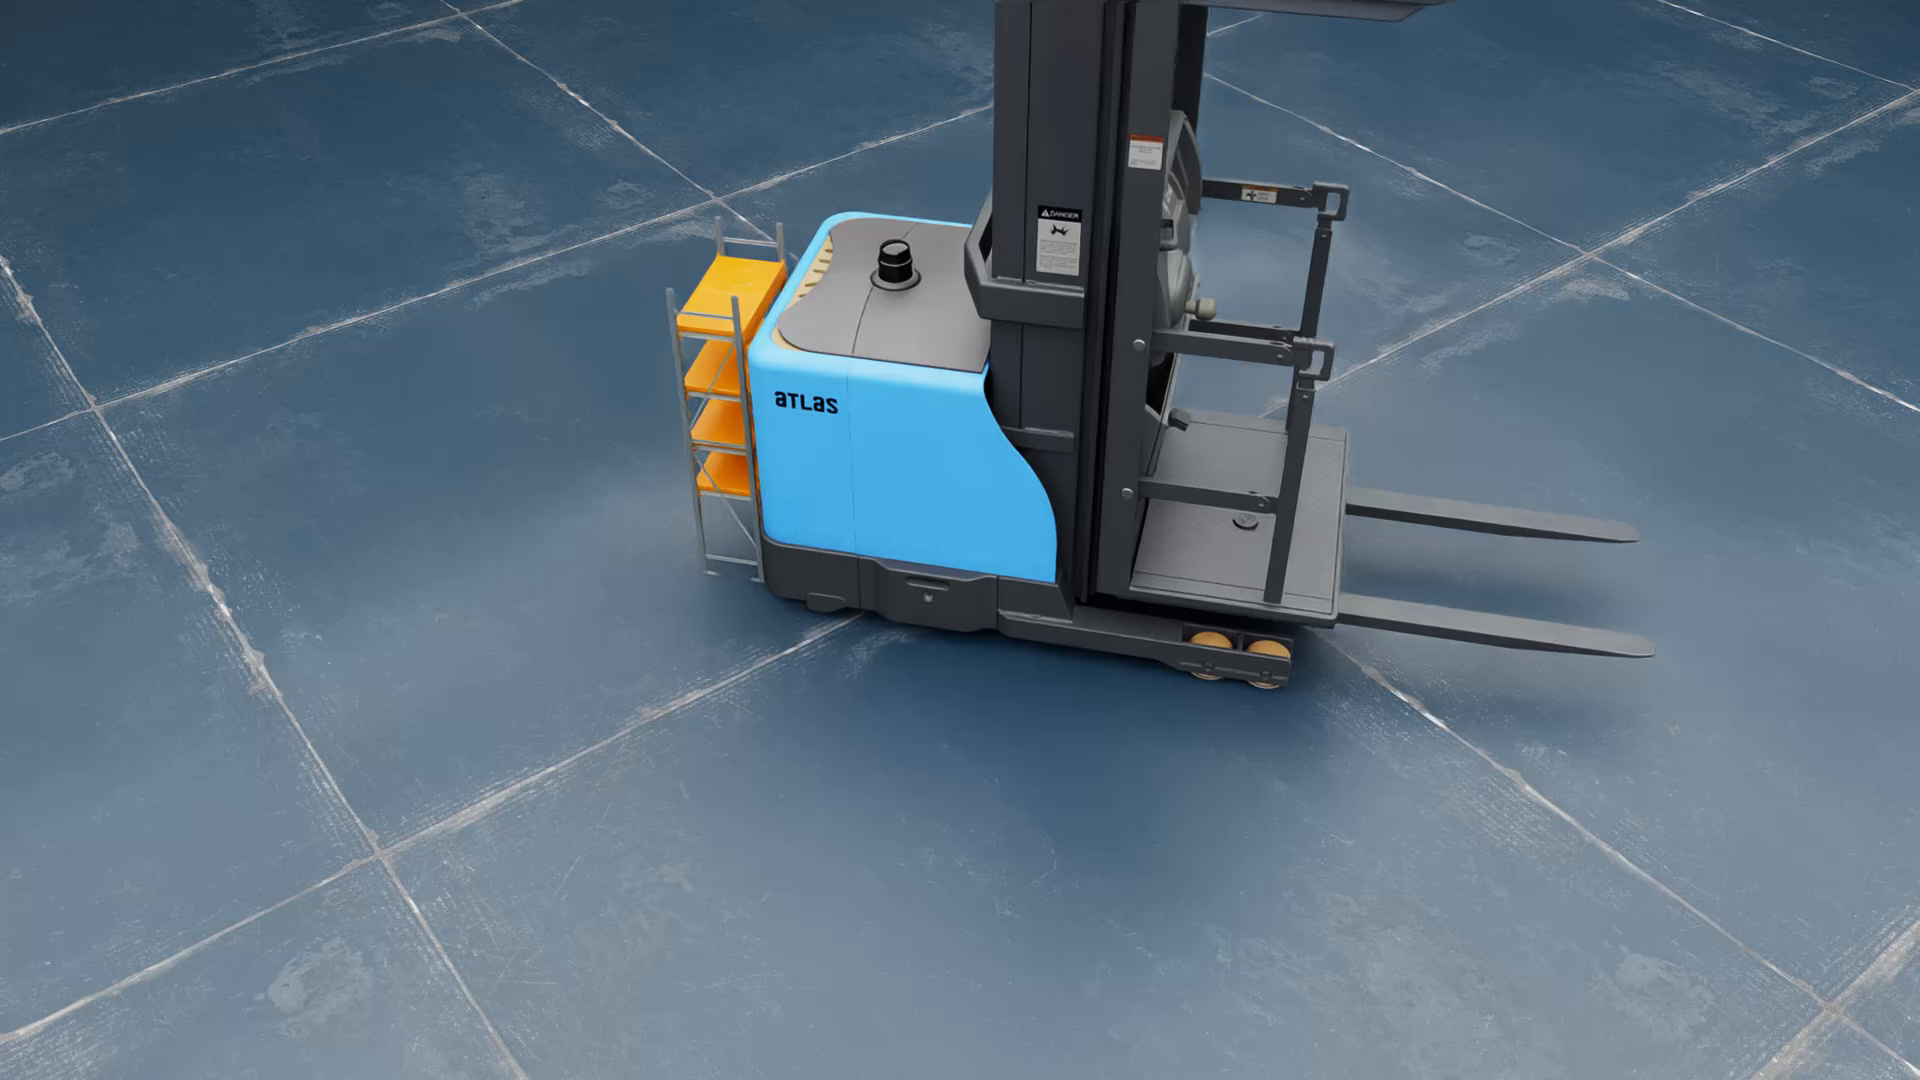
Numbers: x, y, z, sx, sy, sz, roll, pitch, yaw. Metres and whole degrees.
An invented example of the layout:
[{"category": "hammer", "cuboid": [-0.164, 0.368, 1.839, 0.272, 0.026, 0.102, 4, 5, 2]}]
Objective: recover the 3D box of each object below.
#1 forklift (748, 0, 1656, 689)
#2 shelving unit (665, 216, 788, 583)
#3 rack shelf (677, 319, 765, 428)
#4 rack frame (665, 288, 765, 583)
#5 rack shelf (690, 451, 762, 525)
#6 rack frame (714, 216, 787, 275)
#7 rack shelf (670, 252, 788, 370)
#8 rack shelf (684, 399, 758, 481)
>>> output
[{"category": "forklift", "cuboid": [0.873, -1.001, 5.159, 3.031, 2.935, 1.130, 8, 40, 10]}, {"category": "shelving unit", "cuboid": [-0.776, -0.479, 5.887, 0.258, 1.200, 0.503, 8, 40, 9]}, {"category": "rack shelf", "cuboid": [-0.776, -0.600, 5.788, 0.258, 0.148, 0.480, 8, 40, 9]}, {"category": "rack frame", "cuboid": [-0.827, -0.327, 5.703, 0.240, 1.200, 0.015, 8, 40, 9]}, {"category": "rack shelf", "cuboid": [-0.776, -0.273, 6.056, 0.258, 0.148, 0.480, 8, 40, 9]}, {"category": "rack frame", "cuboid": [-0.724, -0.630, 6.072, 0.240, 1.200, 0.015, 8, 40, 9]}, {"category": "rack shelf", "cuboid": [-0.776, -0.782, 5.638, 0.258, 0.148, 0.480, 8, 40, 9]}, {"category": "rack shelf", "cuboid": [-0.776, -0.427, 5.930, 0.258, 0.148, 0.480, 8, 40, 9]}]
